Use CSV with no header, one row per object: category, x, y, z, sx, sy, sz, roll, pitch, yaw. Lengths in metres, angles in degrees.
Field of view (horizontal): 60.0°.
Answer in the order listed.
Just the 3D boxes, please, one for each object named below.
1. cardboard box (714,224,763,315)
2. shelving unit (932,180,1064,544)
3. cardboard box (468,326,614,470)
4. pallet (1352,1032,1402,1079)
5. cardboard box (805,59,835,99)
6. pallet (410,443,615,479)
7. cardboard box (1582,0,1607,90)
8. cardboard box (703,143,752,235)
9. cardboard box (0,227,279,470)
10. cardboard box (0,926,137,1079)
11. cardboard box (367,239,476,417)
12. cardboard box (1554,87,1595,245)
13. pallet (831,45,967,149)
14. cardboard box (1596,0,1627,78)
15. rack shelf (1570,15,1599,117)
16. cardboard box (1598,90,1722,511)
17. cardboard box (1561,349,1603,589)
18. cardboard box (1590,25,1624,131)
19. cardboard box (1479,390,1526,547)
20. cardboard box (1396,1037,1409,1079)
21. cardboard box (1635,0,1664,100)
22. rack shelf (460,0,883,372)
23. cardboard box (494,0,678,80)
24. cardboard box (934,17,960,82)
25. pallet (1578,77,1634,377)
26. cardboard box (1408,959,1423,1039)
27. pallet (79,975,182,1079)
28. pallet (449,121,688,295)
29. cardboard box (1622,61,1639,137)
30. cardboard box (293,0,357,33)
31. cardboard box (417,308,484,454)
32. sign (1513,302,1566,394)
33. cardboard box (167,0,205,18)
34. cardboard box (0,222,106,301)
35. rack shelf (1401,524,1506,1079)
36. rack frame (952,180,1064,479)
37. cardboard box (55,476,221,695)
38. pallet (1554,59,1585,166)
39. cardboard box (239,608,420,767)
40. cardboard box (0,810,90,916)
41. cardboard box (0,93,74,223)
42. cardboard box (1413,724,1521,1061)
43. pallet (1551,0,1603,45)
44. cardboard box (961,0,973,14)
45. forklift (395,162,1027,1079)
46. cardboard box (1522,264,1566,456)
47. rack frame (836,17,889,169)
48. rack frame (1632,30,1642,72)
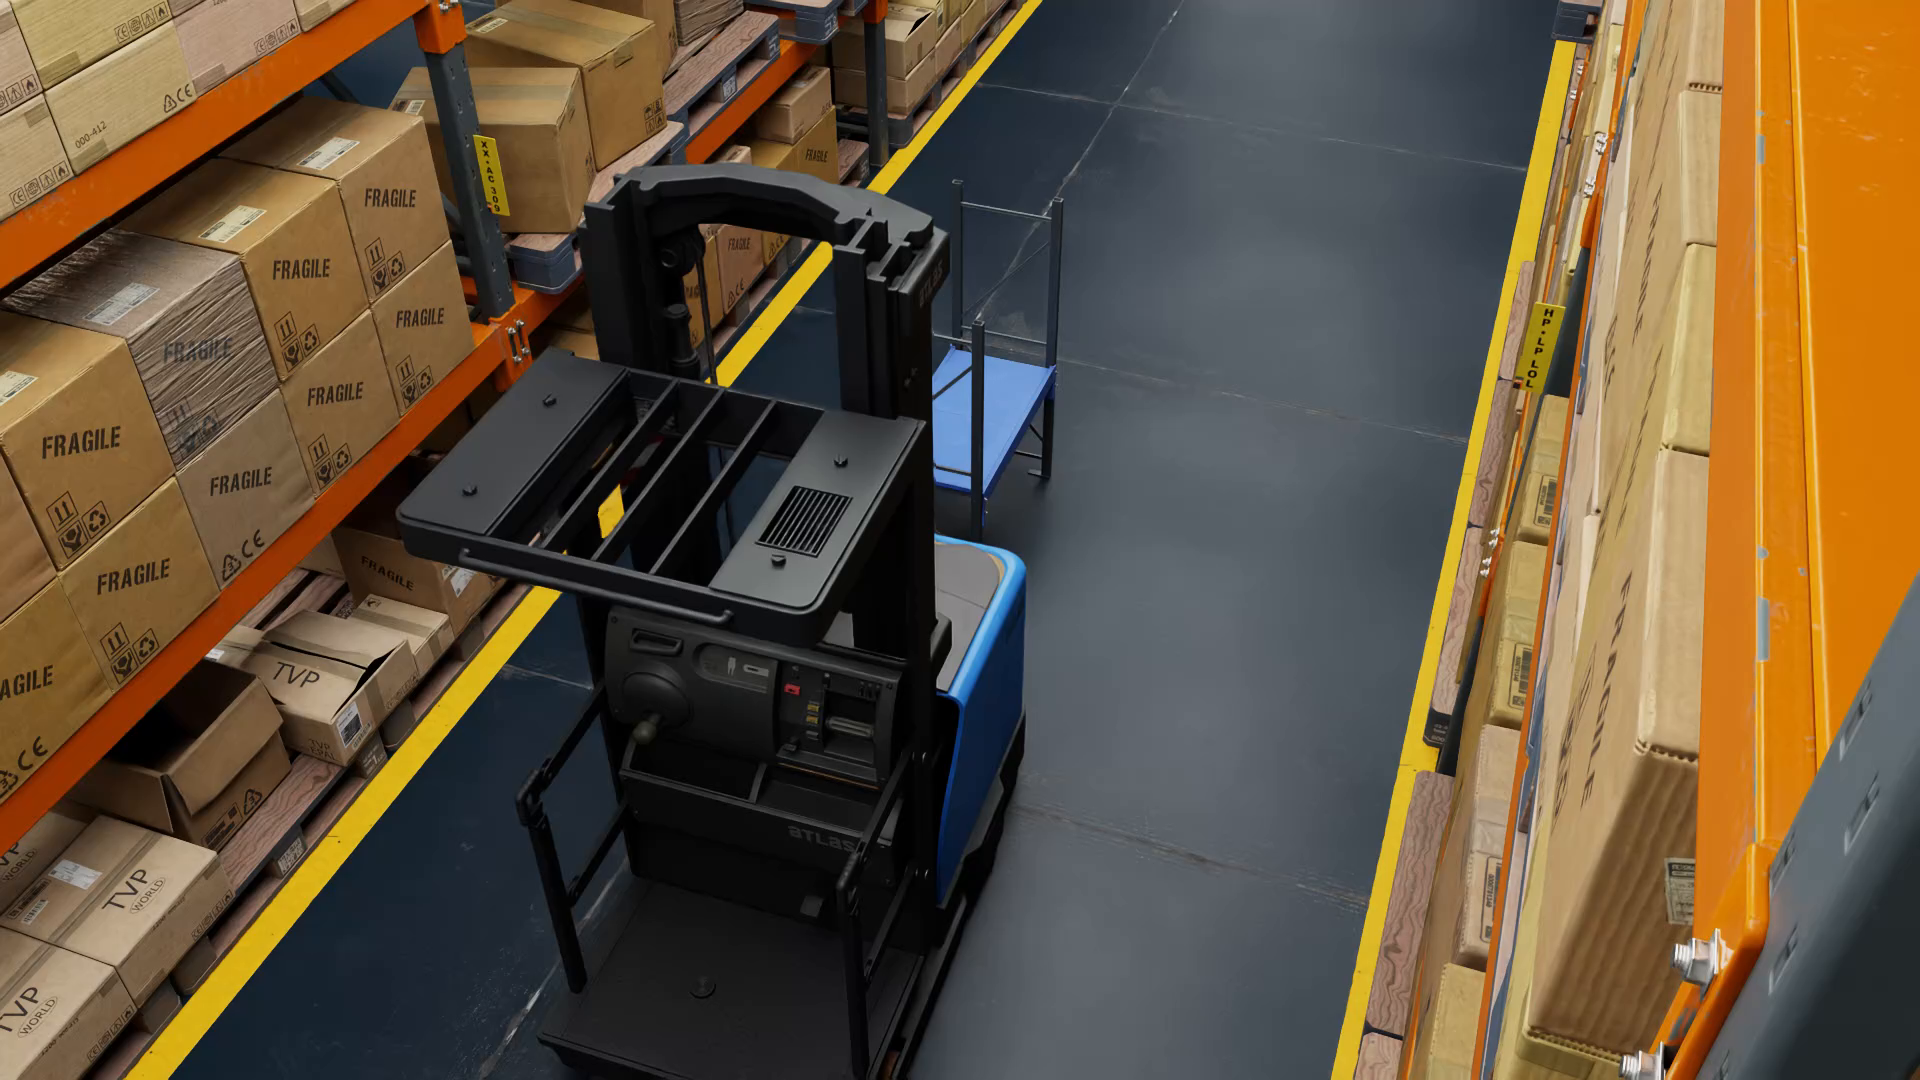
cardboard box,-1.388,-1.574,8.825,0.500,0.500,0.500,12,42,13
shelving unit,0.029,-0.623,7.278,0.538,1.500,1.048,13,42,15
cardboard box,-1.911,-0.635,7.724,0.500,0.500,0.500,11,42,13
pallet,1.602,2.173,4.994,1.003,0.211,1.213,13,42,15
cardboard box,-0.987,-3.106,10.828,0.500,0.250,0.500,14,42,16
pallet,-2.063,-0.622,8.270,1.003,0.211,1.213,13,42,15
cardboard box,3.312,-2.440,7.931,0.500,0.500,0.500,14,43,16
cardboard box,-1.398,-1.837,8.554,0.500,0.250,0.500,13,42,14
cardboard box,-2.580,-0.610,5.260,0.500,0.500,0.500,14,42,15
cardboard box,-3.050,1.567,5.336,0.500,0.250,0.500,13,42,15
cardboard box,-2.235,-0.854,6.317,0.500,0.500,0.500,14,42,16
cardboard box,2.783,-1.501,6.830,0.500,0.500,0.500,14,43,16
pallet,-0.619,-3.050,11.116,1.003,0.211,1.213,13,42,15
cardboard box,2.971,-2.111,6.967,0.500,0.250,0.500,14,42,15
rack shelf,4.403,-3.467,10.010,1.077,0.370,4.000,13,42,15
cardboard box,1.329,-0.338,2.615,0.500,0.500,0.500,12,42,13
cardboard box,1.334,-0.065,2.872,0.500,0.250,0.500,12,42,14
cardboard box,2.802,-1.798,6.601,0.500,0.250,0.500,12,42,14
cardboard box,2.752,-0.391,7.183,0.750,0.750,0.750,15,43,16
cardboard box,1.646,1.762,4.930,0.700,0.500,0.500,14,42,16
cardboard box,1.844,-1.275,3.713,0.500,0.500,0.500,13,42,15
rack shelf,-1.622,-2.124,8.436,1.077,0.370,4.000,13,42,15
cardboard box,-1.759,-2.467,7.883,0.700,0.500,0.500,3,41,4
cardboard box,-0.311,-3.292,11.046,0.500,0.250,0.500,12,42,14
pallet,2.061,-0.691,3.960,1.003,0.211,1.213,13,42,15
cardboard box,1.532,1.384,4.873,0.380,0.149,0.250,12,42,14
pallet,-3.376,1.790,5.443,1.003,0.211,1.213,13,42,15
pallet,-1.930,-1.568,7.378,1.003,0.211,1.213,13,42,15
cardboard box,1.867,-1.000,3.968,0.500,0.250,0.500,13,42,15
cardboard box,-2.222,-1.906,5.431,0.500,0.250,0.500,13,42,15
cardboard box,-2.406,-0.759,7.869,0.500,0.500,0.500,13,42,15
sign,1.838,-0.606,5.271,0.100,0.325,0.005,13,42,15
cardboard box,-2.391,-1.791,4.911,0.500,0.250,0.500,13,42,15
cardboard box,-3.083,-0.743,5.416,0.500,0.500,0.500,12,42,14
rack shelf,1.667,1.413,4.291,1.077,0.370,4.000,13,42,15
rack frame,0.203,-0.933,7.641,0.500,1.500,0.032,13,42,15
cardboard box,-2.755,0.086,5.215,0.500,0.500,0.500,14,42,16
pallet,4.406,-2.677,10.679,1.003,0.211,1.213,13,42,15
cardboard box,-2.490,0.546,6.486,0.500,0.311,0.500,13,42,15
cardboard box,-3.366,1.181,5.787,0.500,0.250,0.500,13,42,15
cardboard box,-2.741,-0.993,4.361,0.500,0.250,0.500,13,42,15
cardboard box,1.656,1.022,3.963,0.980,0.700,0.700,11,42,13
pallet,3.862,-2.906,8.946,1.213,0.211,1.003,13,42,15
cardboard box,-0.134,-3.832,11.247,0.500,0.311,0.500,12,42,14
forklift,-0.694,0.556,4.793,1.130,2.935,3.031,12,42,14
cardboard box,2.272,-0.577,5.747,0.500,0.500,0.500,13,42,14
rack frame,-0.938,-3.618,9.633,1.000,3.000,0.127,13,42,15
rack frame,2.351,-2.363,3.540,1.000,3.000,0.127,13,42,15
